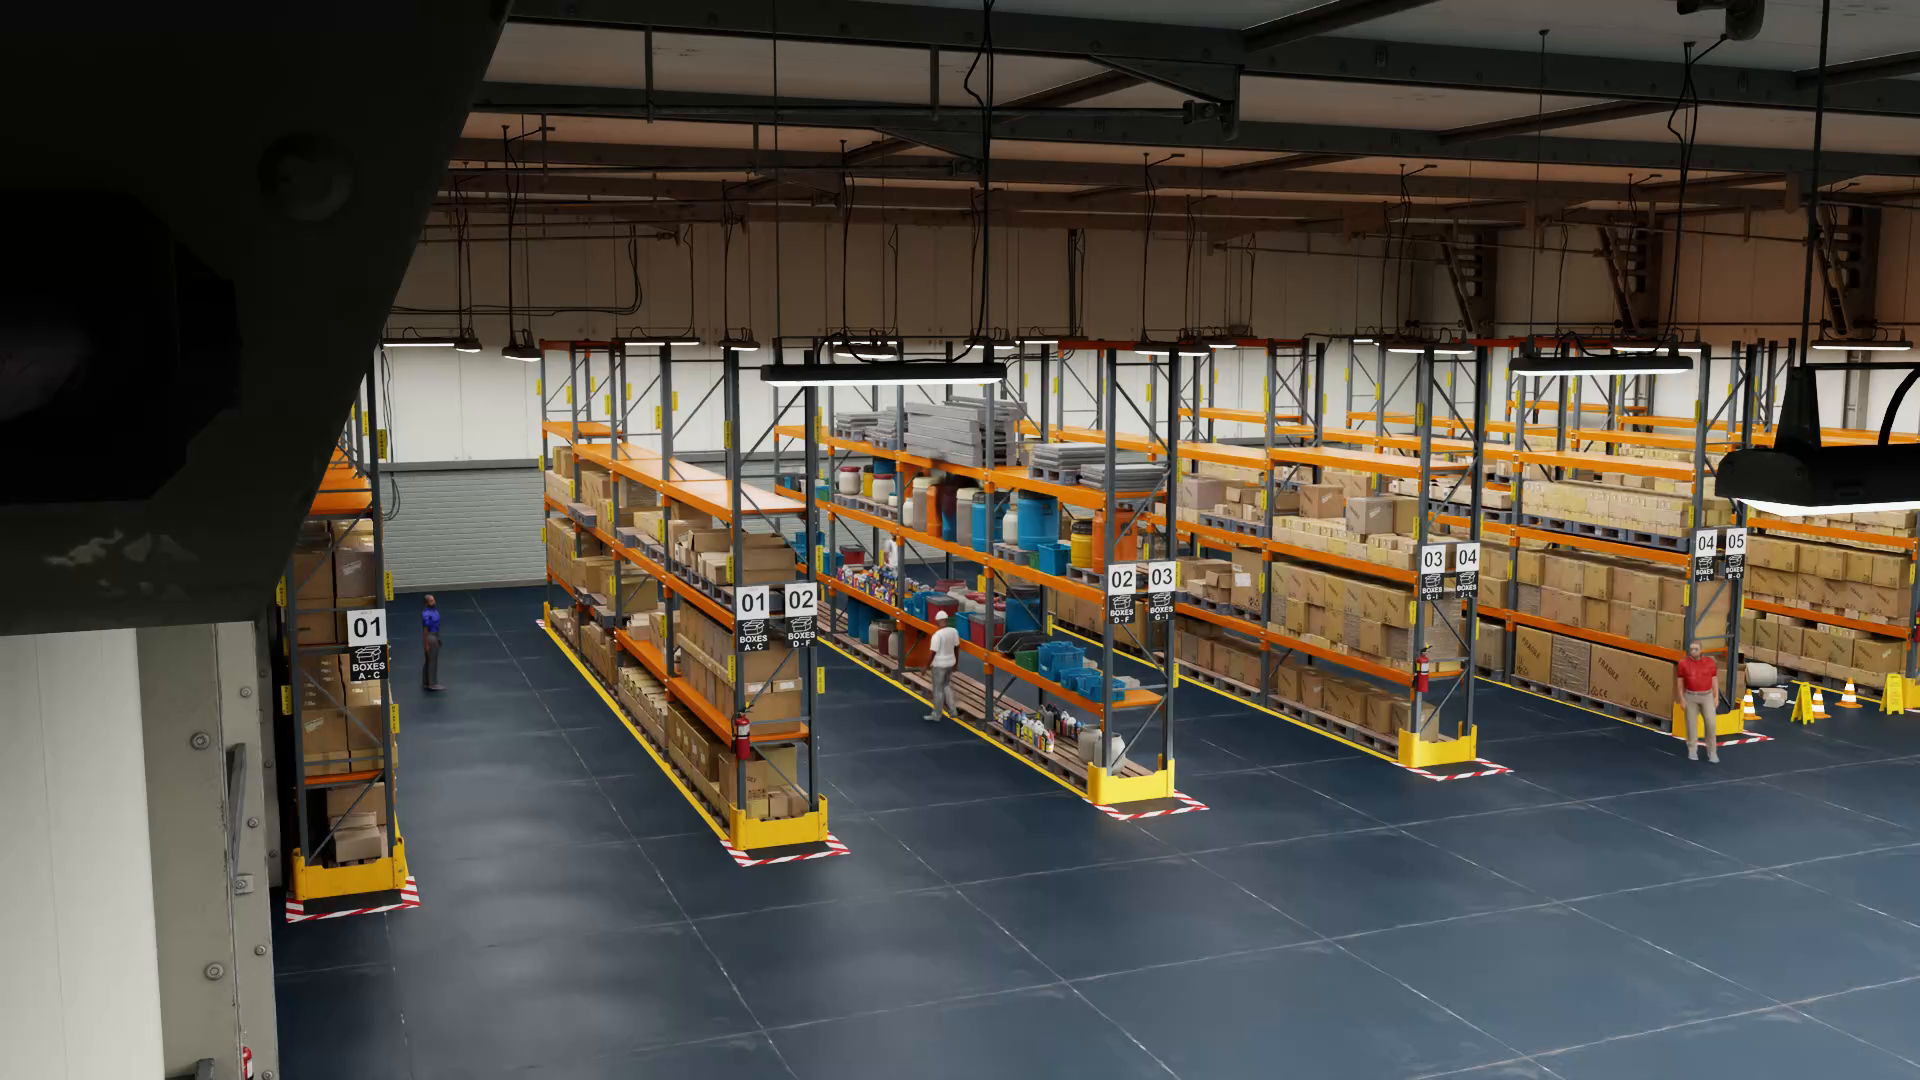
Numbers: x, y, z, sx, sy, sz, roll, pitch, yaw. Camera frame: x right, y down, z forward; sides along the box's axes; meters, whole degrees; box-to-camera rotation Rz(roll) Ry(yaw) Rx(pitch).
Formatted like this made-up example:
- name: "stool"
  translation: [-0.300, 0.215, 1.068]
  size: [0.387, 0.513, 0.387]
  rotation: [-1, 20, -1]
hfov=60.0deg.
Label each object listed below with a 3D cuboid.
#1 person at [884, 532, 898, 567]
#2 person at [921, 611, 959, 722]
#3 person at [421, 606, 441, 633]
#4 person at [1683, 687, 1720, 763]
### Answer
- name: "person"
  translation: [-1.469, 0.232, 37.293]
  size: [0.377, 1.068, 0.575]
  rotation: [5, 9, 32]
- name: "person"
  translation: [-0.322, 2.012, 26.494]
  size: [0.470, 1.799, 0.663]
  rotation: [6, 9, 38]
- name: "person"
  translation: [-9.173, 1.383, 28.862]
  size: [0.316, 0.490, 0.429]
  rotation: [-2, 8, -16]
- name: "person"
  translation: [10.806, 2.677, 24.248]
  size: [0.538, 1.117, 0.385]
  rotation: [3, 8, 20]
